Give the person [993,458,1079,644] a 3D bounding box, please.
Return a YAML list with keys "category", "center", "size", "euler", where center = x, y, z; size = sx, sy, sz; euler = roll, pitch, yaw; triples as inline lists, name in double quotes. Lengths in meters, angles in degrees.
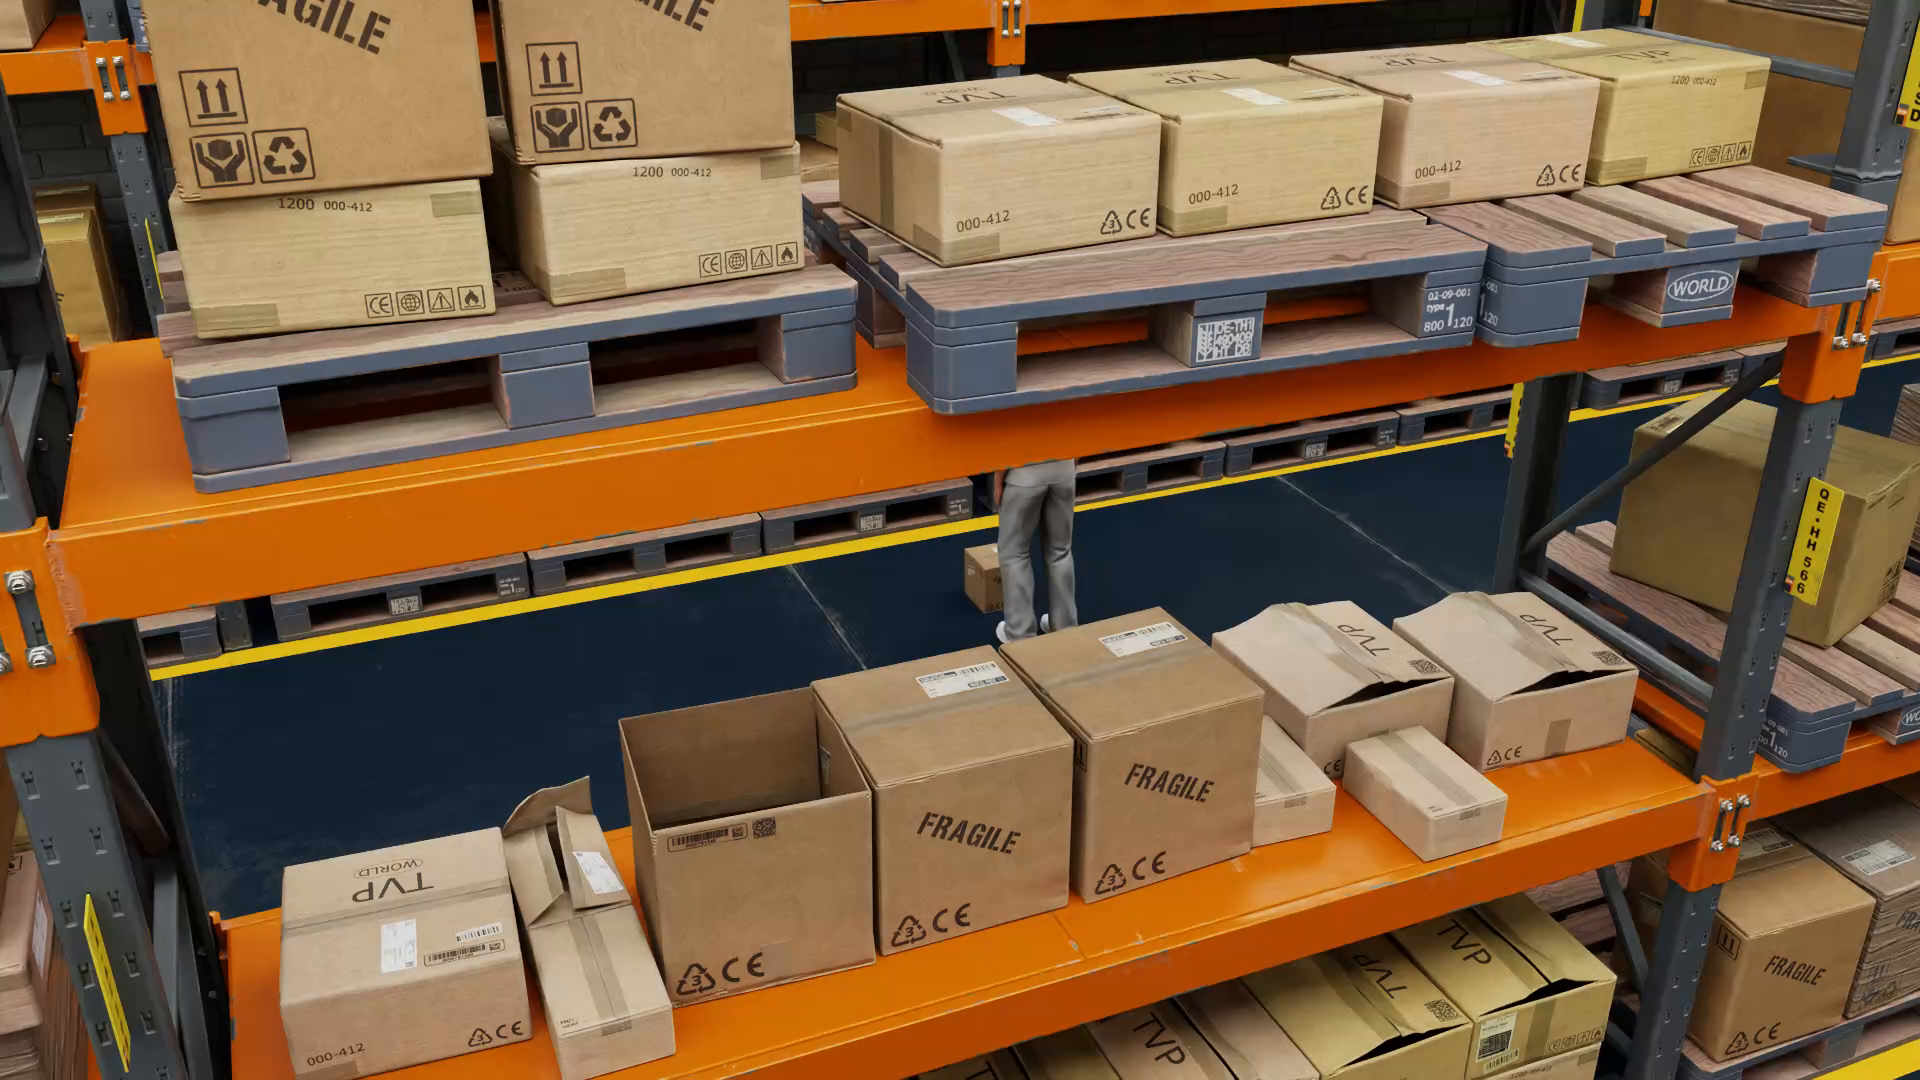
- category: "person"
  center: [0.356, -0.254, 7.644]
  size: [0.437, 1.670, 0.349]
  euler: [-10, 28, -19]
